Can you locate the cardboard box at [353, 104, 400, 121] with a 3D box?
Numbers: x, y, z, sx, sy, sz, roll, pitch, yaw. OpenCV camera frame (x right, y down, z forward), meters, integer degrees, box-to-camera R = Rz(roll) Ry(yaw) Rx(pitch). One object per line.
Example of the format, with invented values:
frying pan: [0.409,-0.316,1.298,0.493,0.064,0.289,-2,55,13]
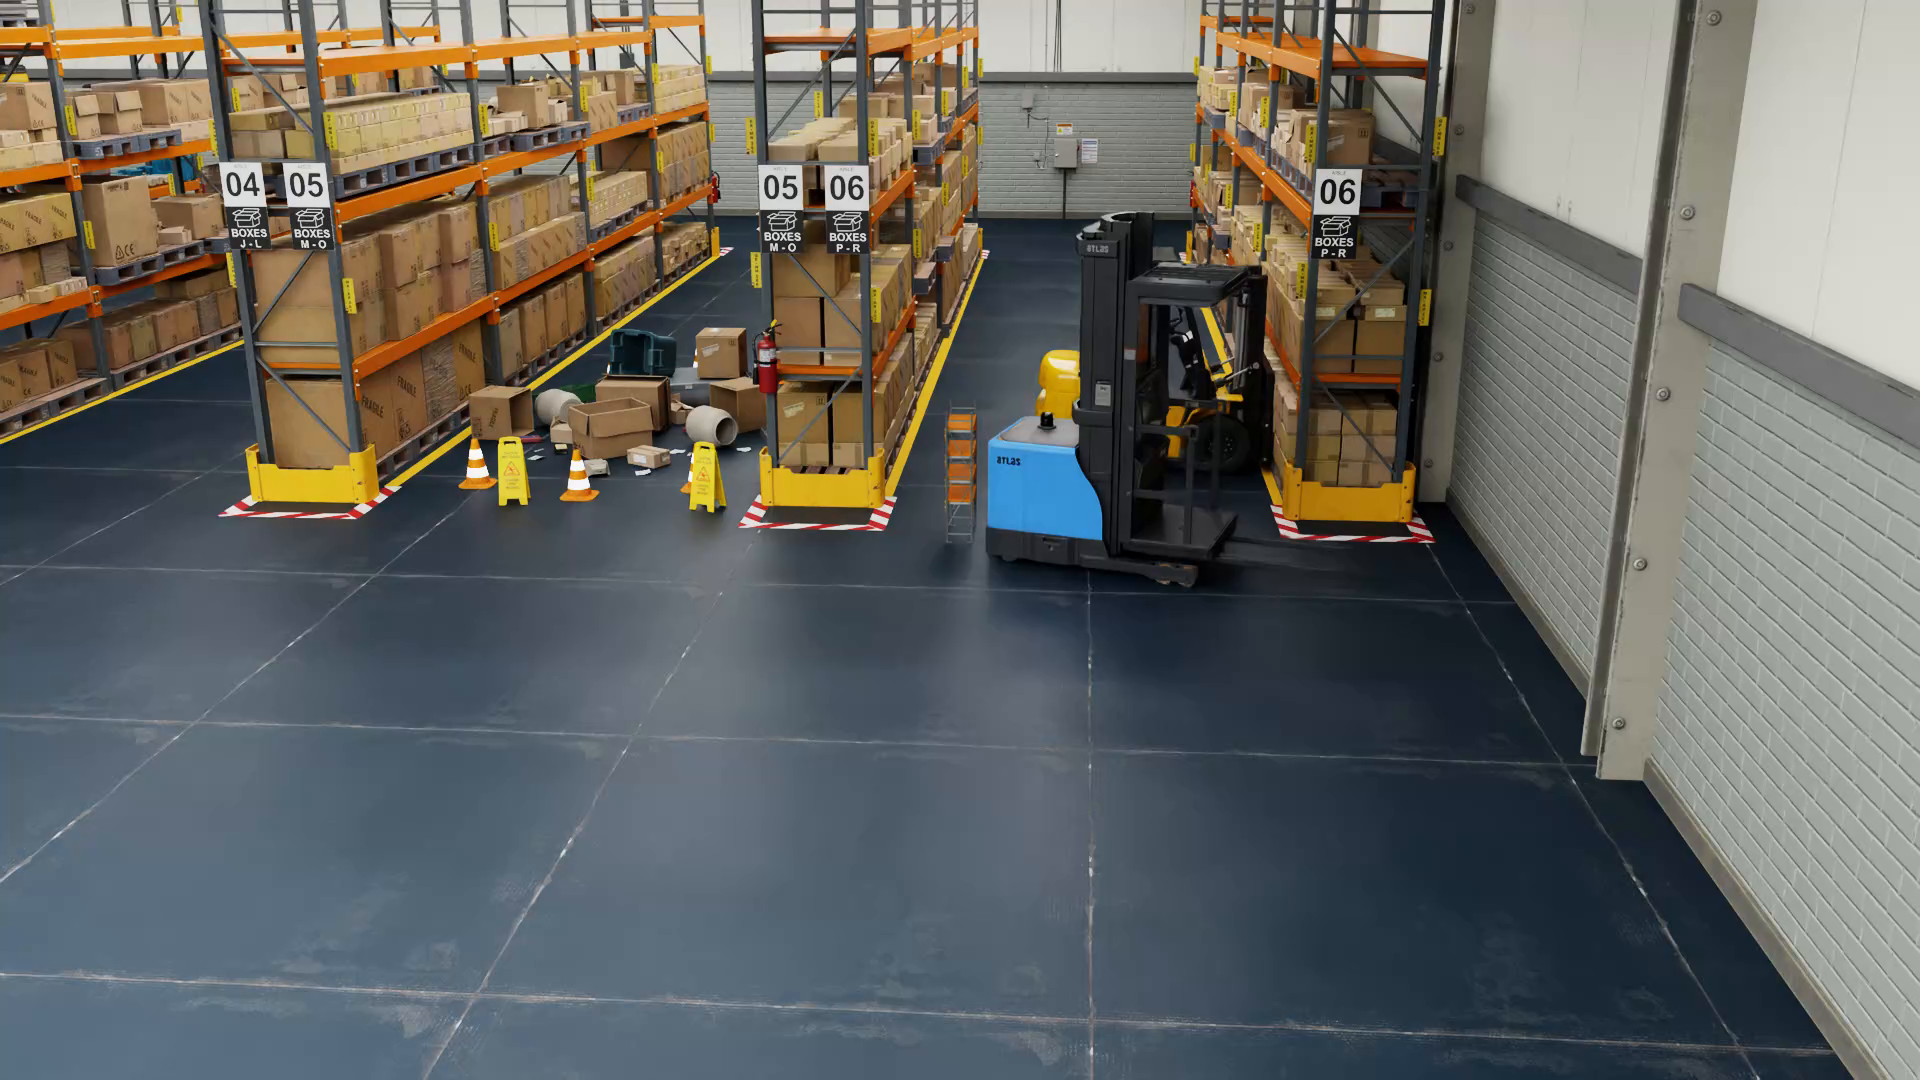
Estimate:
cardboard box: [-5.833,-4.273,16.616,0.380,0.149,0.250,1,18,3]

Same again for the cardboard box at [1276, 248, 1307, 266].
cardboard box: [3.546,-2.986,17.539,0.380,0.149,0.250,1,18,3]

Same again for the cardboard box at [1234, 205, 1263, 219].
cardboard box: [3.886,-4.409,22.358,0.380,0.149,0.250,2,18,6]

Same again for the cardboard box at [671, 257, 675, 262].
cardboard box: [-5.106,-4.768,28.561,0.380,0.149,0.250,1,18,3]

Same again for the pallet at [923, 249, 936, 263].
pallet: [-0.850,-3.548,21.242,1.003,0.211,1.213,1,18,4]

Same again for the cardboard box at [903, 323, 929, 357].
cardboard box: [-0.904,-2.566,21.482,0.950,0.372,0.625,2,18,6]

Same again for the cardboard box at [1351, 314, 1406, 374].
cardboard box: [3.942,-1.856,15.609,0.500,0.500,0.500,2,18,6]

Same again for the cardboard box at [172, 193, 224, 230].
cardboard box: [-10.632,-4.555,23.171,0.500,0.500,0.500,-1,18,-3]

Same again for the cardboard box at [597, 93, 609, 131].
cardboard box: [-5.358,-6.134,23.847,0.500,0.500,0.500,1,18,4]

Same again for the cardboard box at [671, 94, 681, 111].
cardboard box: [-5.026,-7.385,28.069,0.500,0.250,0.500,2,18,6]

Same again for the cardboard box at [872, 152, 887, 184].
cardboard box: [-0.975,-3.572,15.953,0.500,0.250,0.500,1,18,3]

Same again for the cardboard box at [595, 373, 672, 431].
cardboard box: [-3.663,-1.541,18.600,0.797,0.637,0.503,1,18,4]

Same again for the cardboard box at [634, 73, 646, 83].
cardboard box: [-5.144,-7.442,26.799,0.380,0.149,0.250,1,18,3]

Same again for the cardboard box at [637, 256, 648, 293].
cardboard box: [-5.245,-4.193,26.243,0.500,0.500,0.500,1,18,3]

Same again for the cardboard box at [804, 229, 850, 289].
cardboard box: [-1.460,-2.755,16.269,0.700,0.500,0.500,1,18,4]

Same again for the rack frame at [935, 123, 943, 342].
rack frame: [-0.749,-4.255,23.091,1.000,3.000,0.127,1,18,4]

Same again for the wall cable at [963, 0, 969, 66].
wall cable: [-0.048,-11.363,35.150,0.463,3.000,0.029,1,18,4]

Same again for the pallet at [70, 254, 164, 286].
pallet: [-10.720,-3.377,20.719,1.003,0.211,1.213,1,18,4]

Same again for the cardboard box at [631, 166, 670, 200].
cardboard box: [-5.120,-5.913,27.514,0.500,0.500,0.500,1,18,3]

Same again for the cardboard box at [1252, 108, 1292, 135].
cardboard box: [3.780,-5.002,19.861,0.500,0.311,0.500,1,18,2]

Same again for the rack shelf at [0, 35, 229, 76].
rack shelf: [-10.777,-6.174,21.111,1.077,0.370,4.000,1,18,4]

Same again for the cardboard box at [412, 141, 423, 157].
cardboard box: [-5.796,-4.051,17.218,0.380,0.149,0.250,1,18,4]

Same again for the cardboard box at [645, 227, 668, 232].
cardboard box: [-5.477,-5.548,29.987,0.380,0.149,0.250,0,18,1]

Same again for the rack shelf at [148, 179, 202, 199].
rack shelf: [-15.143,-6.108,29.903,1.077,0.370,4.000,1,18,4]

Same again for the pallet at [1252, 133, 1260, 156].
pallet: [4.166,-4.921,20.609,1.003,0.211,1.213,2,18,6]

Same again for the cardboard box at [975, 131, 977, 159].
cardboard box: [0.028,-7.107,30.029,0.500,0.500,0.500,2,18,6]

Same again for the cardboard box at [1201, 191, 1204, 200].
cardboard box: [4.338,-5.933,28.617,0.380,0.149,0.250,2,18,5]

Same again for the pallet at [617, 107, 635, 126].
pallet: [-5.628,-6.401,25.125,1.213,0.211,1.003,1,18,4]

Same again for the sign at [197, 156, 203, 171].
sign: [-14.450,-7.142,31.639,0.100,0.325,0.005,1,18,4]

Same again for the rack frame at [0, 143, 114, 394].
rack frame: [-10.920,-3.234,19.975,1.000,3.000,0.127,1,18,4]

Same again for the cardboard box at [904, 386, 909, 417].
cardboard box: [-0.838,-1.550,18.578,0.500,0.250,0.500,1,18,2]

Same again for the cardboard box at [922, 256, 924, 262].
cardboard box: [-0.650,-3.503,20.527,0.380,0.149,0.250,2,18,5]

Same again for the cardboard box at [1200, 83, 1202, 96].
cardboard box: [4.456,-7.835,28.964,0.500,0.250,0.500,2,18,5]

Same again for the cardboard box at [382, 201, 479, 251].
cardboard box: [-6.041,-3.562,19.002,0.875,0.550,0.550,1,18,4]

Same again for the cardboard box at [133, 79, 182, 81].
cardboard box: [-10.923,-6.046,22.778,0.500,0.500,0.500,1,18,4]

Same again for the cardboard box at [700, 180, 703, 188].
cardboard box: [-4.916,-6.515,30.393,0.380,0.149,0.250,1,18,4]

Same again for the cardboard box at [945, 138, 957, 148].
cardboard box: [-0.180,-6.420,26.892,0.380,0.149,0.250,1,18,3]

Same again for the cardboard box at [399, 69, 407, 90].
cardboard box: [-10.193,-8.184,29.270,0.700,0.500,0.500,0,18,0]

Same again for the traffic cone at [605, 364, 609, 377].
traffic cone: [-4.378,-2.269,21.104,0.336,0.463,0.334,1,18,4]

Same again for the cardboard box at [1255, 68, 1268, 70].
cardboard box: [4.536,-7.182,25.633,0.396,0.266,0.258,1,18,3]

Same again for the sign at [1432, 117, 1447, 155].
sign: [4.182,-3.525,14.515,0.100,0.325,0.005,1,18,4]

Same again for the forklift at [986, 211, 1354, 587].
forklift: [1.793,-1.192,13.855,3.031,2.935,1.130,7,19,20]

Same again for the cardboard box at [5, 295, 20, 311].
cardboard box: [-10.781,-2.654,18.609,0.380,0.149,0.250,1,18,4]

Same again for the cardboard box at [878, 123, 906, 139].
cardboard box: [-0.778,-4.349,17.685,0.380,0.149,0.250,2,18,6]

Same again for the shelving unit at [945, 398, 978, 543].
shelving unit: [0.012,-0.622,14.893,0.258,1.200,0.503,1,18,4]

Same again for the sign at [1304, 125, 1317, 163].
sign: [3.089,-3.486,14.631,0.100,0.325,0.005,1,18,4]

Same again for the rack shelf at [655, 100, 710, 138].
rack shelf: [-5.263,-7.281,28.664,1.077,0.370,4.000,1,18,4]

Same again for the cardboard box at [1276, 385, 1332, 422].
cardboard box: [3.382,-1.337,16.323,0.500,0.250,0.500,2,18,5]

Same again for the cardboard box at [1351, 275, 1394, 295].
cardboard box: [3.923,-2.420,15.811,0.380,0.149,0.250,2,18,5]

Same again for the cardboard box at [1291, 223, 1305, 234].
cardboard box: [4.311,-3.836,20.609,0.380,0.149,0.250,1,18,4]

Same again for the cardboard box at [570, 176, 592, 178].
cardboard box: [-5.949,-5.583,25.919,0.380,0.149,0.250,1,18,3]

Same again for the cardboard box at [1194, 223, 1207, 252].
cardboard box: [4.638,-5.455,30.089,0.797,0.503,0.637,1,18,2]

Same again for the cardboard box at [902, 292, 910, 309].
cardboard box: [-0.765,-2.709,18.776,0.380,0.149,0.250,2,18,5]

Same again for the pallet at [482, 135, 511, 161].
pallet: [-5.963,-4.712,19.976,0.805,0.209,1.217,1,18,2]

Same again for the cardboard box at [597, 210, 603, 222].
cardboard box: [-5.422,-4.716,24.227,0.380,0.149,0.250,2,18,7]

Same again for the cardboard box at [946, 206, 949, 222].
cardboard box: [-0.428,-4.734,23.990,0.500,0.250,0.500,2,18,5]

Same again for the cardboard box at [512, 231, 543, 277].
cardboard box: [-5.600,-3.609,20.958,0.500,0.500,0.500,1,18,4]

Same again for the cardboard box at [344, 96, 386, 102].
cardboard box: [-6.399,-4.682,17.864,0.380,0.149,0.250,1,18,3]
